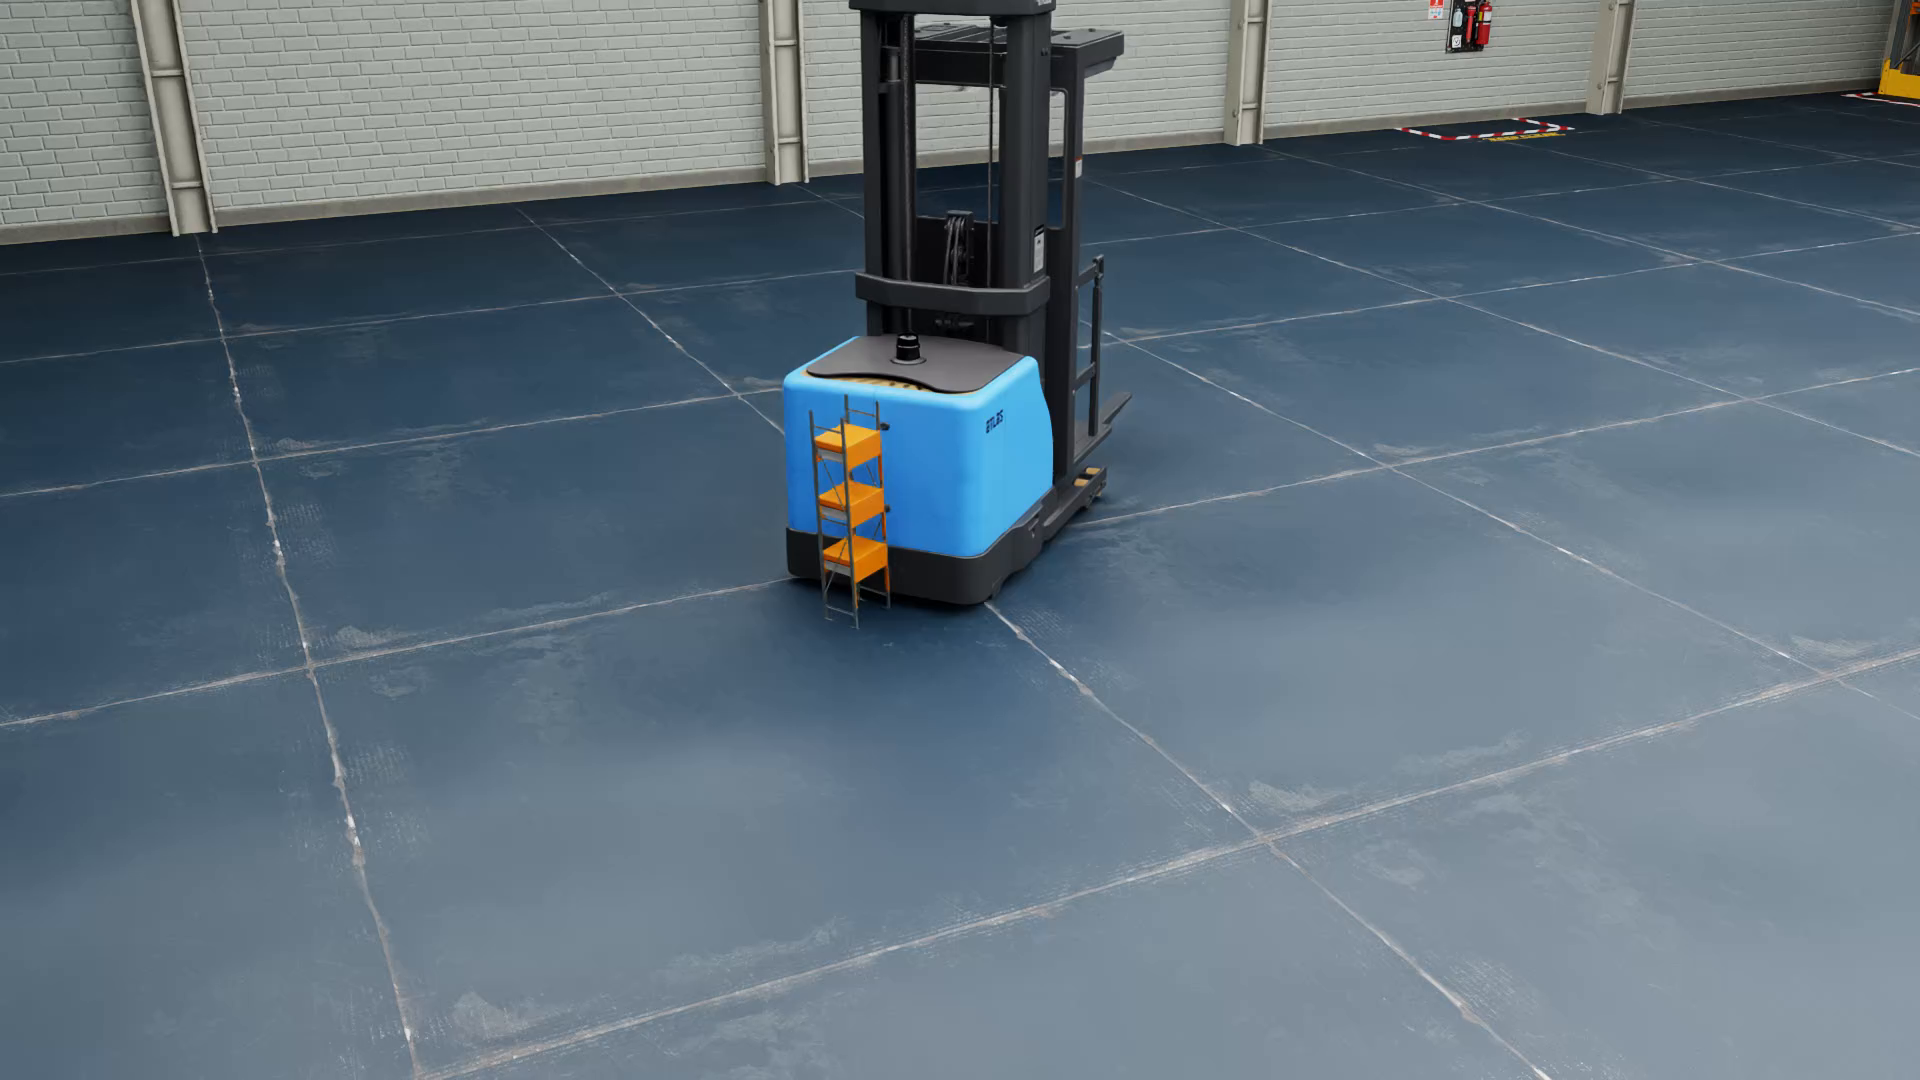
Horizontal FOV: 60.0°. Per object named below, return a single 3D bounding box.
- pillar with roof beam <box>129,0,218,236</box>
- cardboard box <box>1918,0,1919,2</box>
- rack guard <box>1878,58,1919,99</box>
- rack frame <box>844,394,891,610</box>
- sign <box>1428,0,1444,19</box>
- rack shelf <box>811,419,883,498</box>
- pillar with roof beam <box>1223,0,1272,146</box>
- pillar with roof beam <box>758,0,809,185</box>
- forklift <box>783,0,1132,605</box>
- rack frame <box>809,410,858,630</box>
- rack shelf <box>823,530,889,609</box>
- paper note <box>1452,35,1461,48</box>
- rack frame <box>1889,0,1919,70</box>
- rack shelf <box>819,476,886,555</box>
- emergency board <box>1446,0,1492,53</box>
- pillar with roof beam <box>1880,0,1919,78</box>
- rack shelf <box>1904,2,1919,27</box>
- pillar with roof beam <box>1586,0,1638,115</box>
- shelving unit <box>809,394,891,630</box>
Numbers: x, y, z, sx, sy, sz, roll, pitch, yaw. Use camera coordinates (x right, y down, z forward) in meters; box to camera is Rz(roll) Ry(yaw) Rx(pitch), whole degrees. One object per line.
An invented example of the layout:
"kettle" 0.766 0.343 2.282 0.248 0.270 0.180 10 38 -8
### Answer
"pillar with roof beam" -5.434 -5.619 10.559 0.400 9.000 9.100 -10 25 -24
"cardboard box" 14.406 -7.982 24.281 0.500 0.250 0.500 -10 25 -23
"rack guard" 14.137 -6.755 24.416 0.348 0.500 1.175 -10 25 -24
"rack frame" -0.429 -0.168 7.749 0.200 1.050 0.008 16 30 33
"sign" 6.132 -6.880 21.402 0.234 0.329 0.001 -10 25 -24
"rack shelf" -0.510 -0.372 7.546 0.215 0.259 0.240 16 30 33
"pillar with roof beam" 5.379 -7.610 15.368 0.400 9.000 9.100 -10 25 -24
"pillar with roof beam" -0.028 -6.614 12.963 0.400 9.000 9.100 -10 25 -24
"forklift" 0.180 -1.582 8.740 1.130 2.935 3.031 9 24 21
"rack frame" -0.574 -0.081 7.573 0.200 1.050 0.008 16 30 33
"rack shelf" -0.492 0.137 7.783 0.215 0.259 0.240 16 30 33
"paper note" 6.485 -6.507 21.700 0.142 0.148 0.016 -10 25 -24
"rack frame" 14.069 -7.898 23.907 0.127 3.000 1.000 -10 25 -24
"rack shelf" -0.501 -0.115 7.666 0.215 0.259 0.240 16 30 33
"emergency board" 6.675 -6.920 21.545 0.643 1.169 0.194 -10 25 -24
"pillar with roof beam" 16.191 -9.600 20.176 0.400 9.000 9.100 -10 25 -24
"rack shelf" 15.871 -7.897 24.846 4.000 0.370 1.077 -10 25 -24
"pillar with roof beam" 10.785 -8.605 17.772 0.400 9.000 9.100 -10 25 -24
"shelving unit" -0.502 -0.124 7.661 0.215 1.050 0.252 16 30 33
